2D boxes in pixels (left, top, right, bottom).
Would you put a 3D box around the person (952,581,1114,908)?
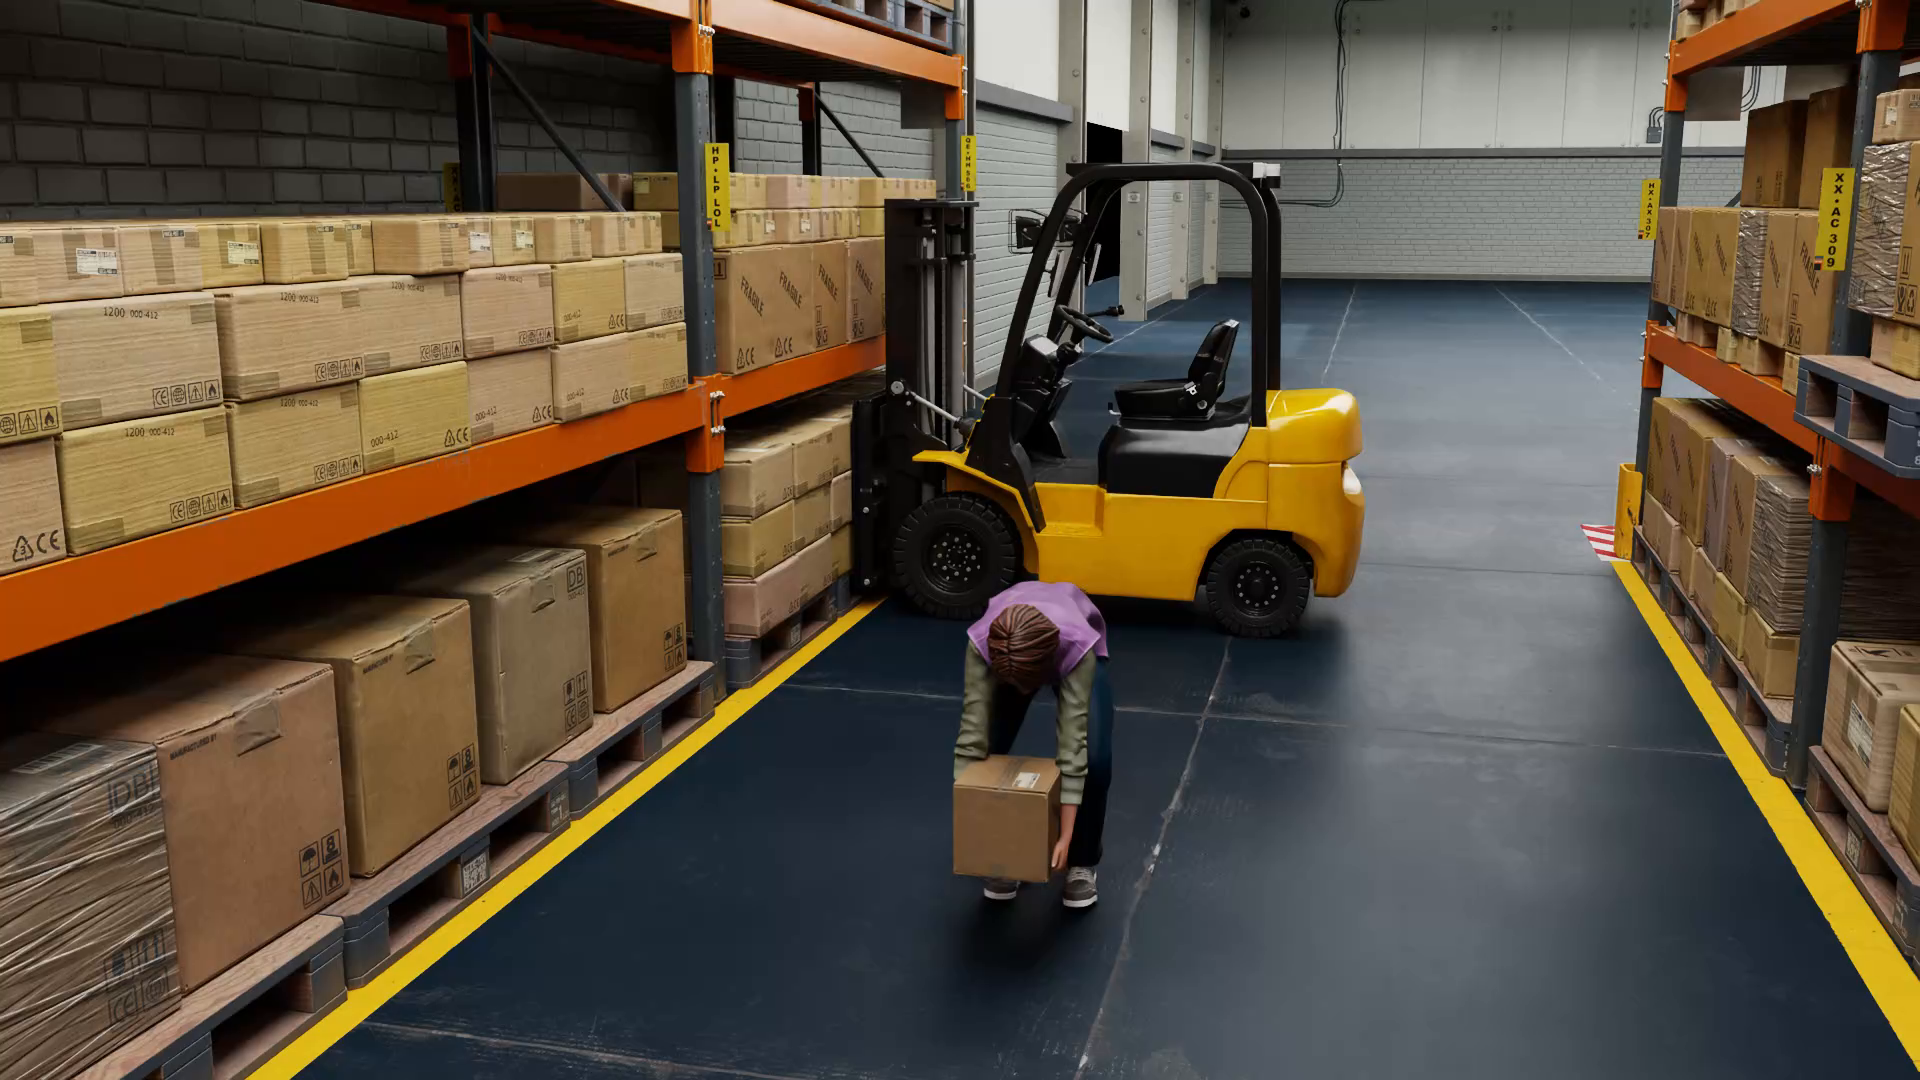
[{"bbox_3d":[0.212,0.588,4.655,0.420,0.984,0.861,2,12,11],"label":"person"}]
